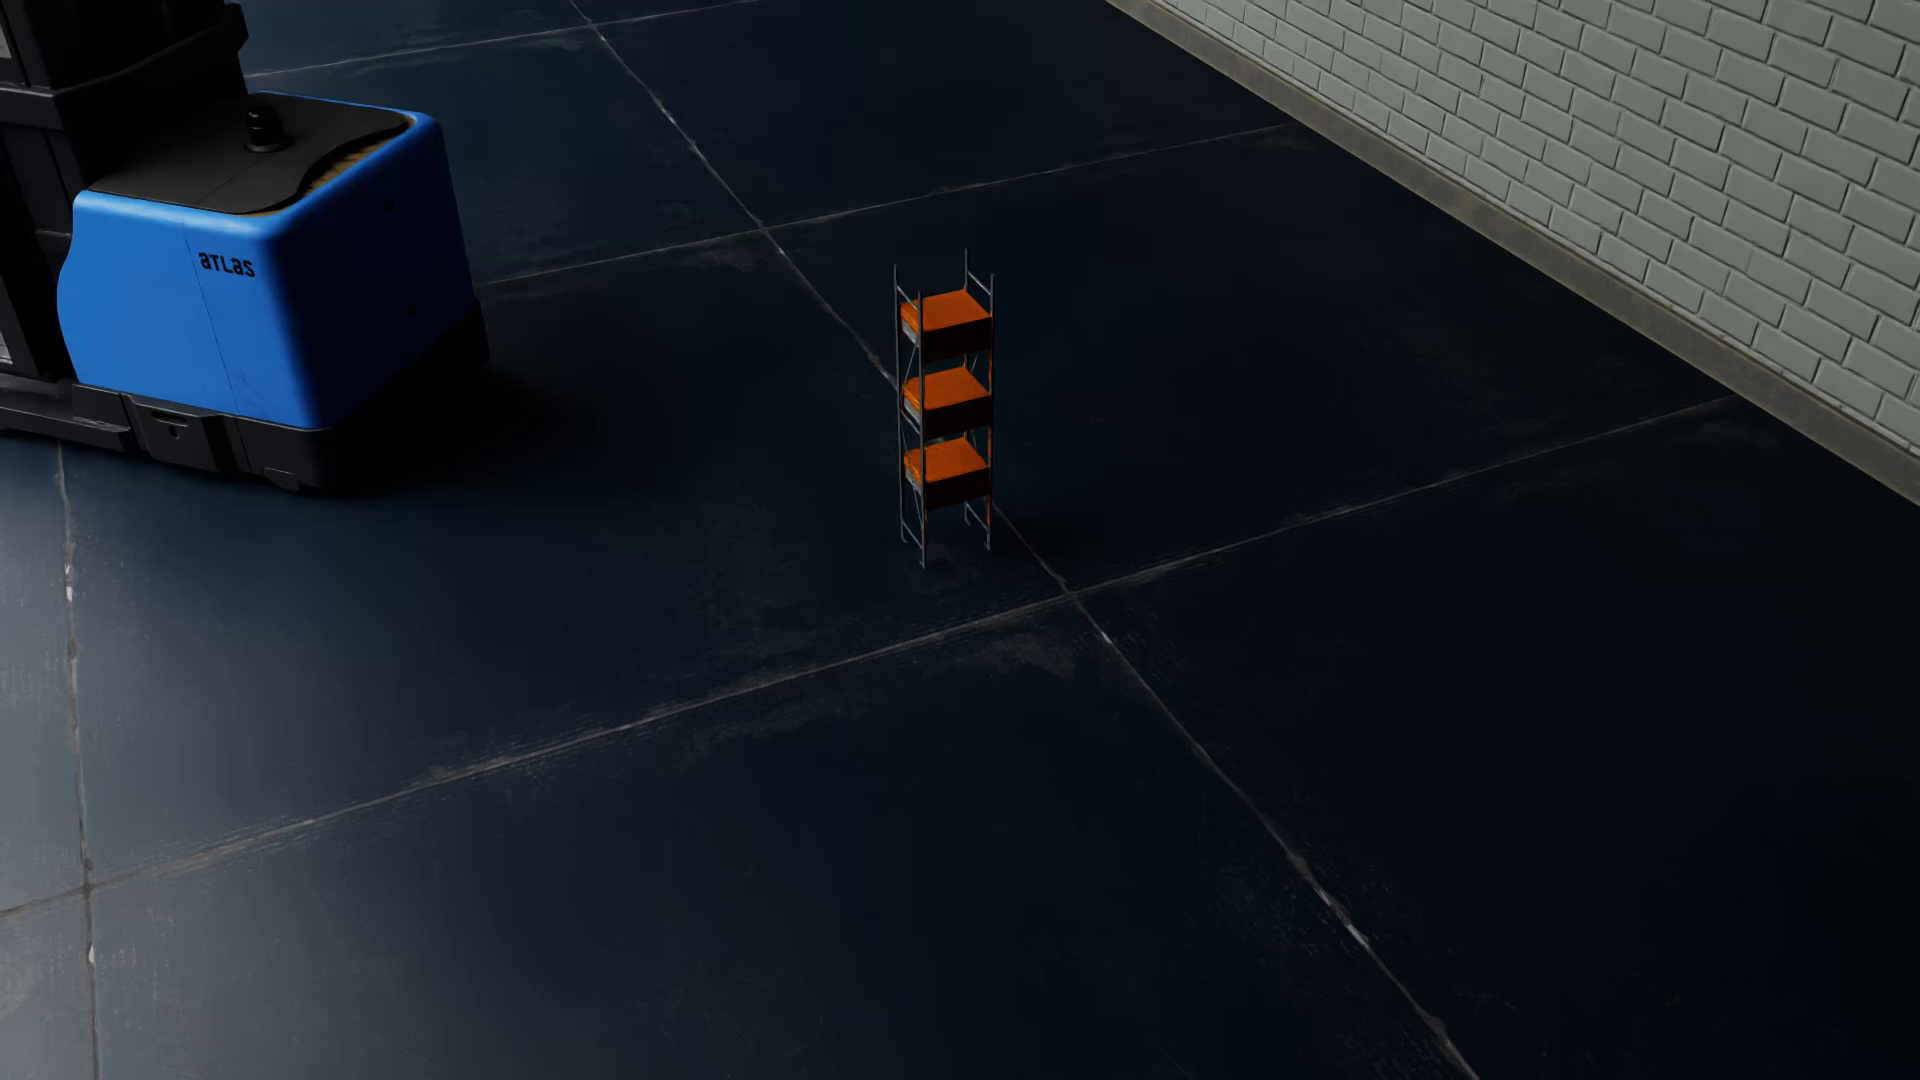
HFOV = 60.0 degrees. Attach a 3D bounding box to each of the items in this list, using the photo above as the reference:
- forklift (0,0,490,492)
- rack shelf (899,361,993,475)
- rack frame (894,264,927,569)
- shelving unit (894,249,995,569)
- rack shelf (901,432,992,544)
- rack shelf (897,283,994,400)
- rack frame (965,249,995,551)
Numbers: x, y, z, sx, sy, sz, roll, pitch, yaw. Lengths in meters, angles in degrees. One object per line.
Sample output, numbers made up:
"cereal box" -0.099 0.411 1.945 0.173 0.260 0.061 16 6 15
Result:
"forklift" -3.440 -1.869 5.810 3.031 2.935 1.130 11 38 15
"rack shelf" -0.048 -0.400 5.425 0.240 0.259 0.215 -16 39 -20
"rack frame" -0.159 -0.377 5.377 0.008 1.050 0.200 -16 39 -20
"shelving unit" -0.048 -0.408 5.419 0.252 1.050 0.215 -16 39 -20
"rack shelf" -0.048 -0.176 5.591 0.240 0.259 0.215 -16 39 -20
"rack shelf" -0.048 -0.628 5.256 0.240 0.259 0.215 -16 39 -20
"rack frame" 0.062 -0.439 5.461 0.008 1.050 0.200 -16 39 -20
